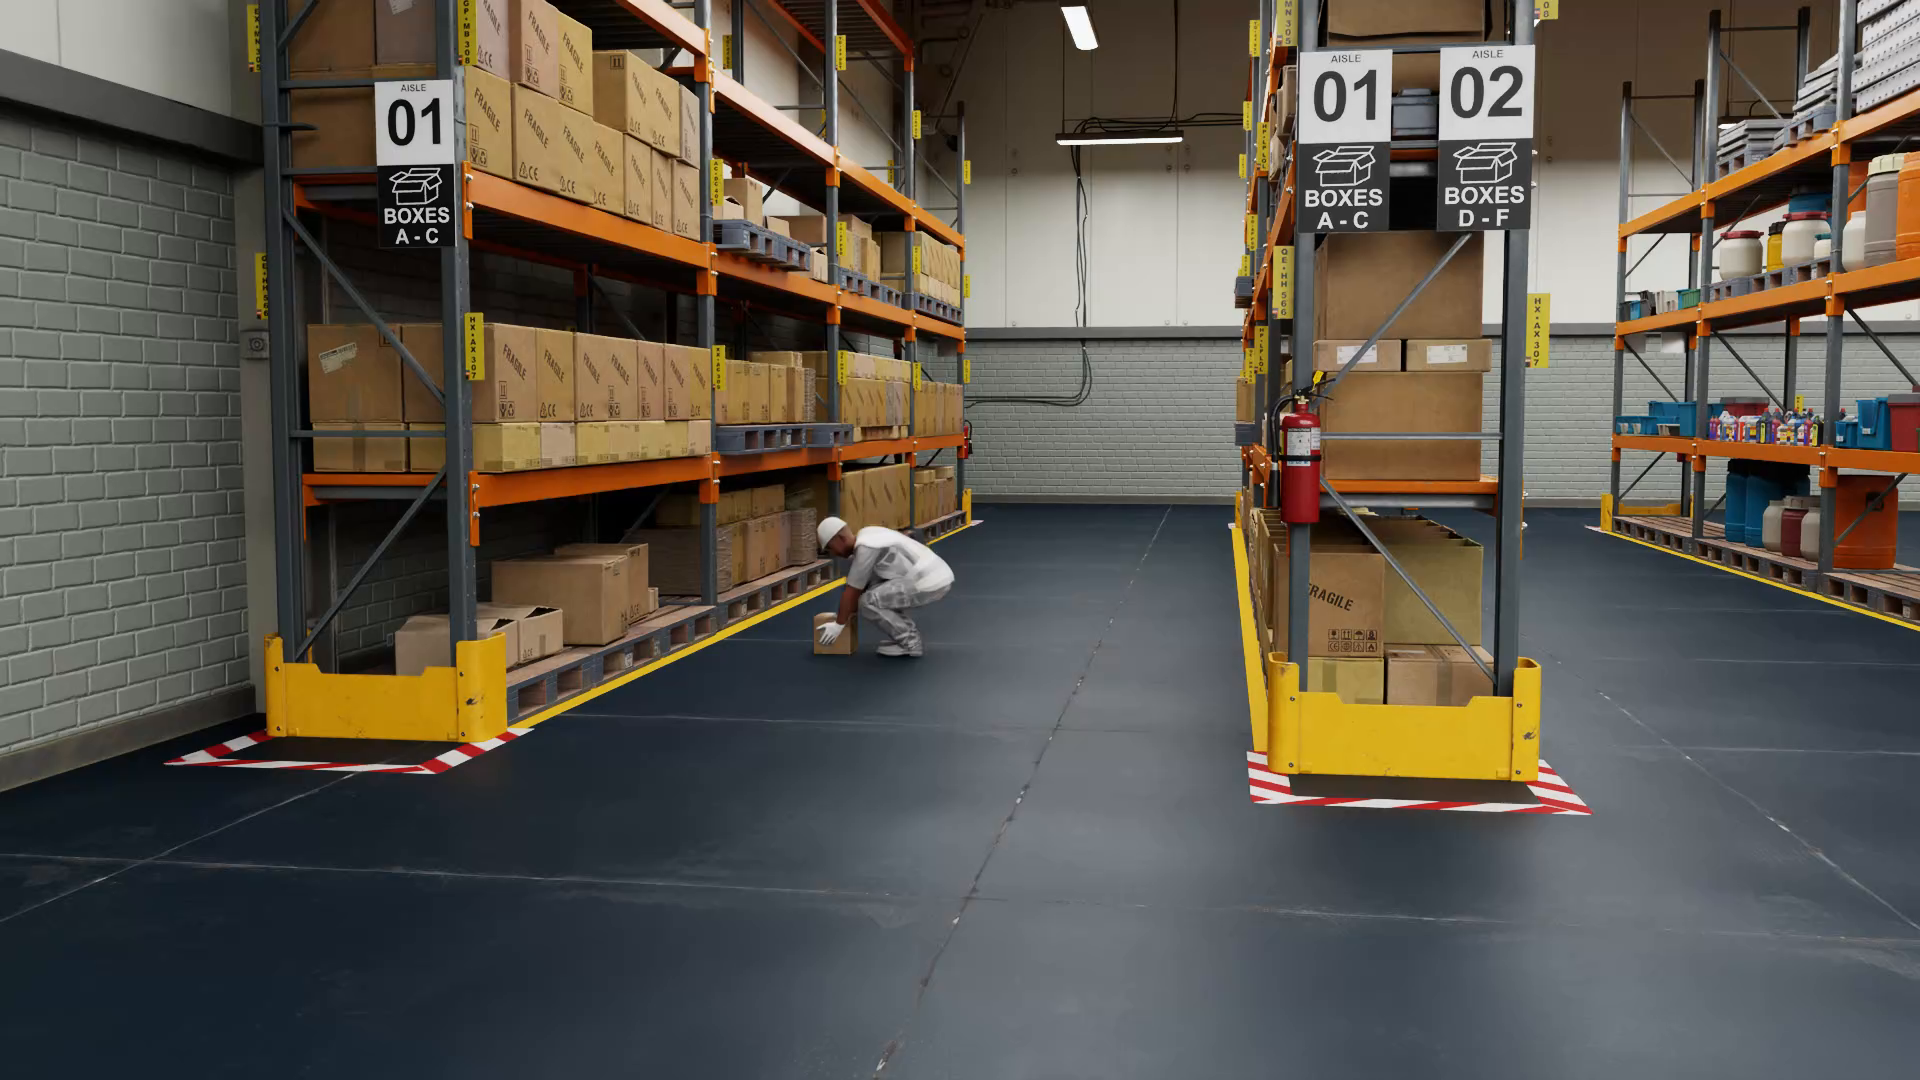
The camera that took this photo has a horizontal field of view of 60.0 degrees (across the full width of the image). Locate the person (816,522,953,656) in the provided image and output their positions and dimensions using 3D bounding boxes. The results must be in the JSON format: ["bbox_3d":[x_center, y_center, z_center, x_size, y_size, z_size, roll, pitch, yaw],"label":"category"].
[{"bbox_3d":[-0.509,0.324,11.131,0.906,0.886,0.564,1,4,9],"label":"person"}]
